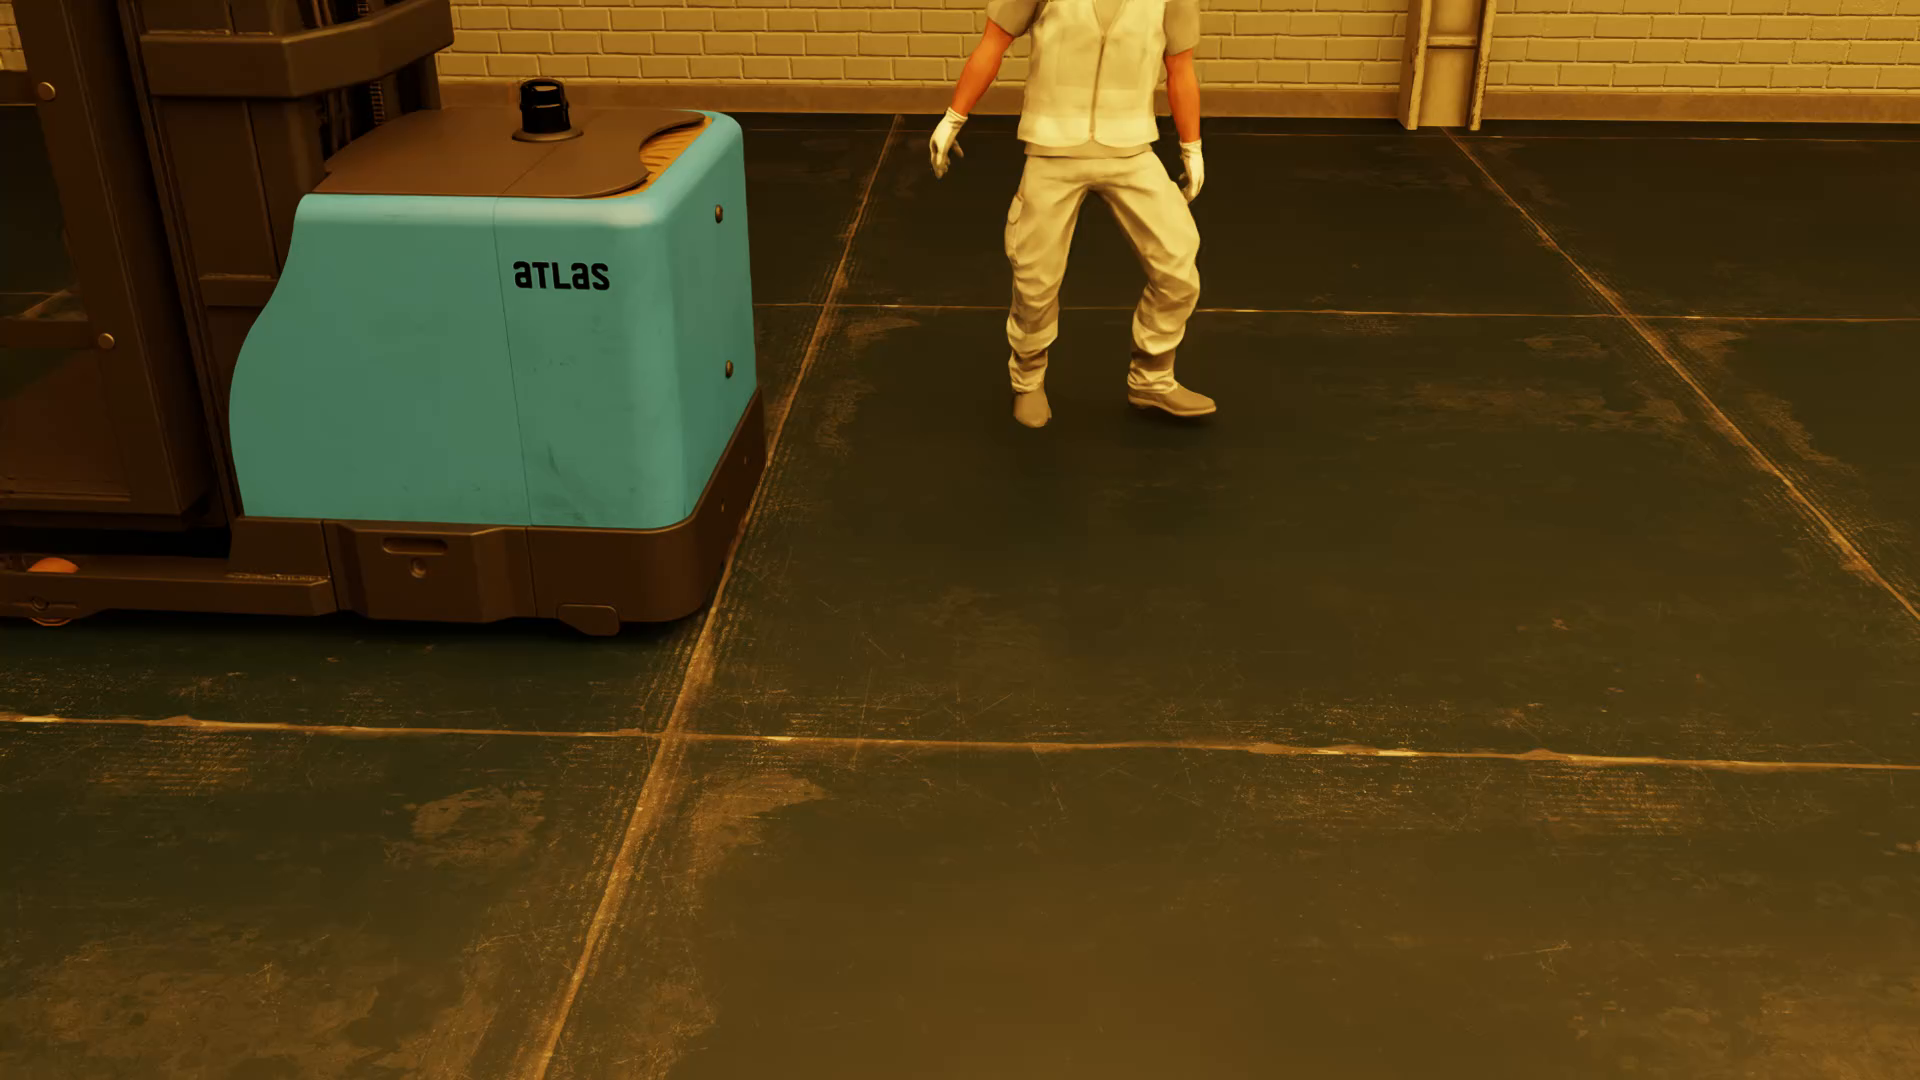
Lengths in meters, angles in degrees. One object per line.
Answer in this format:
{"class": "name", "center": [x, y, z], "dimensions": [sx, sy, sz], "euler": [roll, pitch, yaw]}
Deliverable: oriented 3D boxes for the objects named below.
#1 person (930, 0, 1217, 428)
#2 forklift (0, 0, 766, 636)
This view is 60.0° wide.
{"class": "person", "center": [0.356, -1.145, 4.909], "dimensions": [0.891, 1.757, 0.489], "euler": [-1, 26, -2]}
{"class": "forklift", "center": [-2.103, -1.332, 3.909], "dimensions": [3.031, 2.935, 1.130], "euler": [2, 26, 4]}
